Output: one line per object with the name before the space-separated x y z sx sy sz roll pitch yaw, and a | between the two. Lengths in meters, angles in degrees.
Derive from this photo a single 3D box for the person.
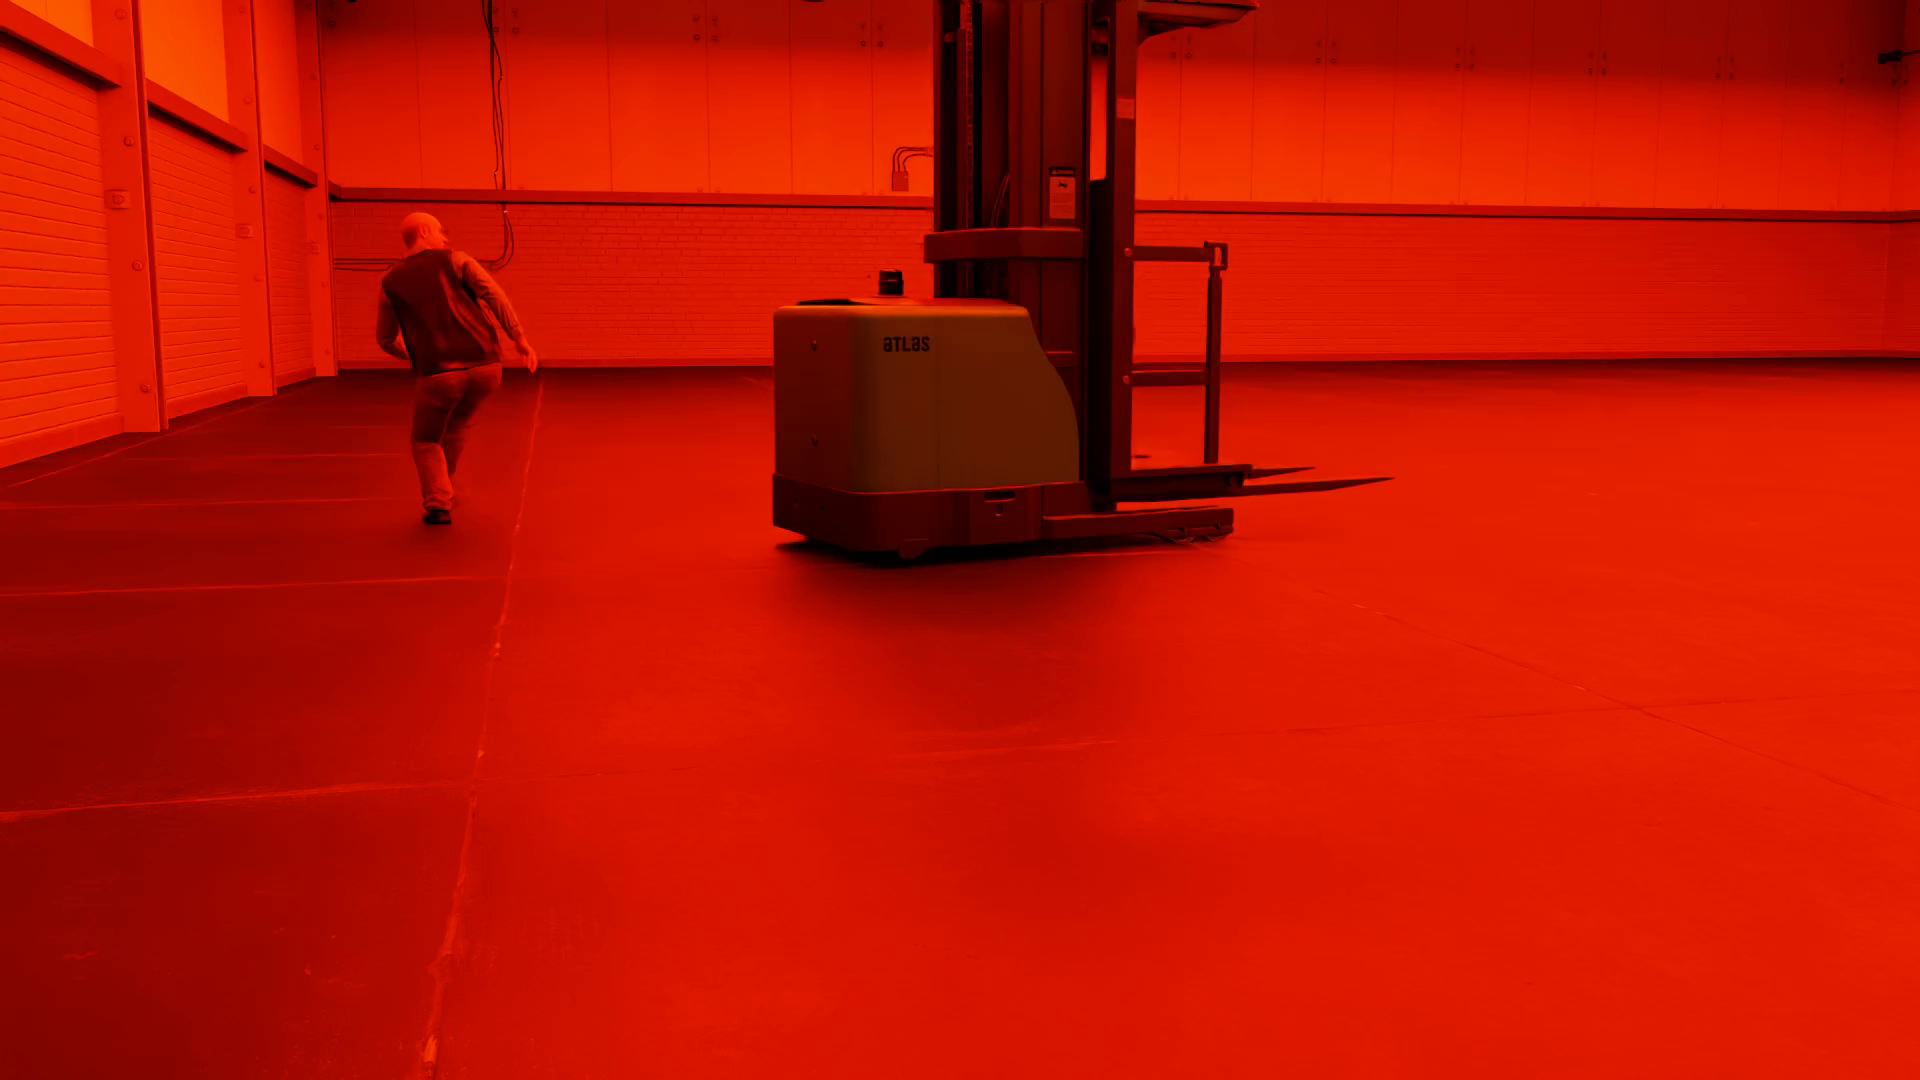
person | -2.580 -0.881 8.494 0.745 1.555 0.770 -3 9 -21

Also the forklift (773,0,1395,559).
forklift | 0.688 -1.489 7.771 3.031 2.935 1.130 -4 9 -27
